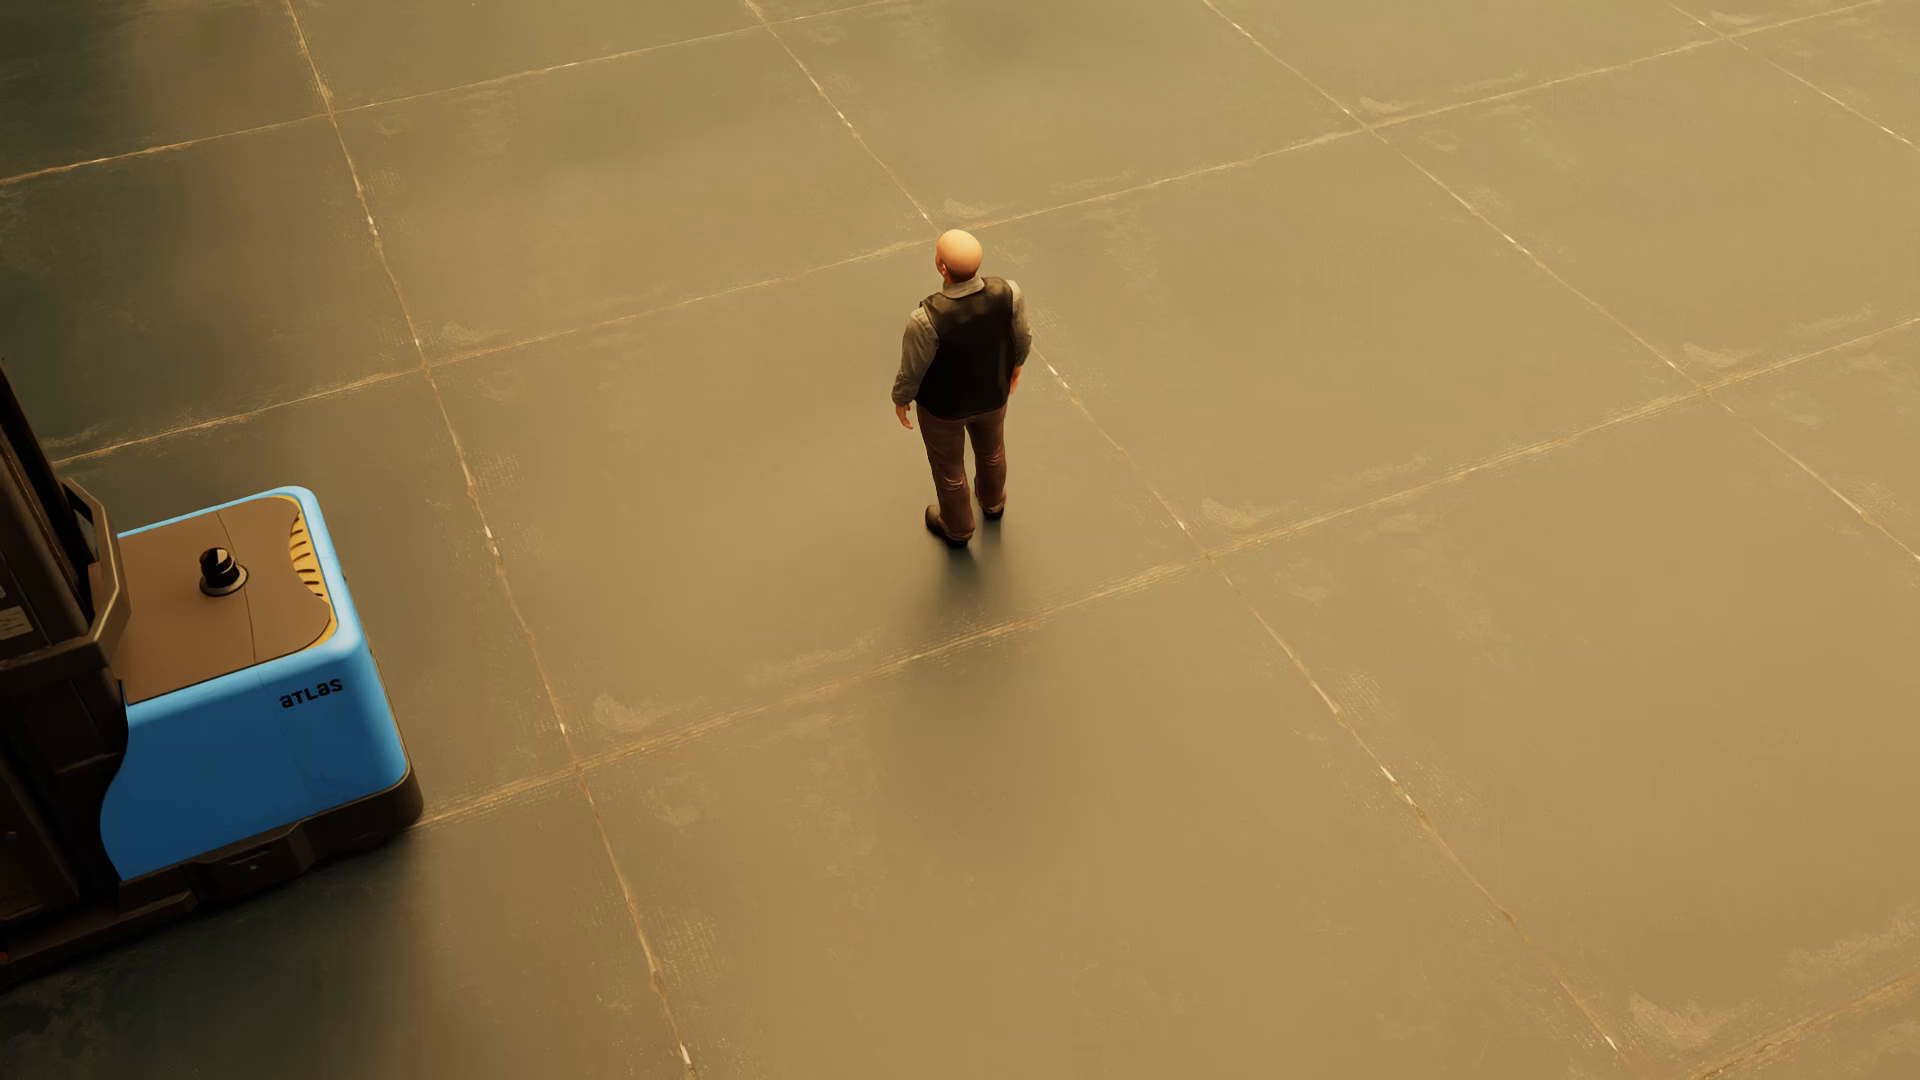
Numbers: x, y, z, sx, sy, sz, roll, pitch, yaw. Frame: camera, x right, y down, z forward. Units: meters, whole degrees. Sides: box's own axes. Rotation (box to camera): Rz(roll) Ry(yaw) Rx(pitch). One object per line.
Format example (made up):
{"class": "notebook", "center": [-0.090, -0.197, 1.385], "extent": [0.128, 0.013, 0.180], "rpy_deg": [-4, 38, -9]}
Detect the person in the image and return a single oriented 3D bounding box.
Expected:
{"class": "person", "center": [-0.020, -0.676, 7.280], "extent": [0.633, 1.722, 0.566], "rpy_deg": [-18, 46, -18]}

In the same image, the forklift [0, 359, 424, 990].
{"class": "forklift", "center": [-3.676, 0.224, 5.440], "extent": [3.031, 2.935, 1.130], "rpy_deg": [-19, 46, -19]}
